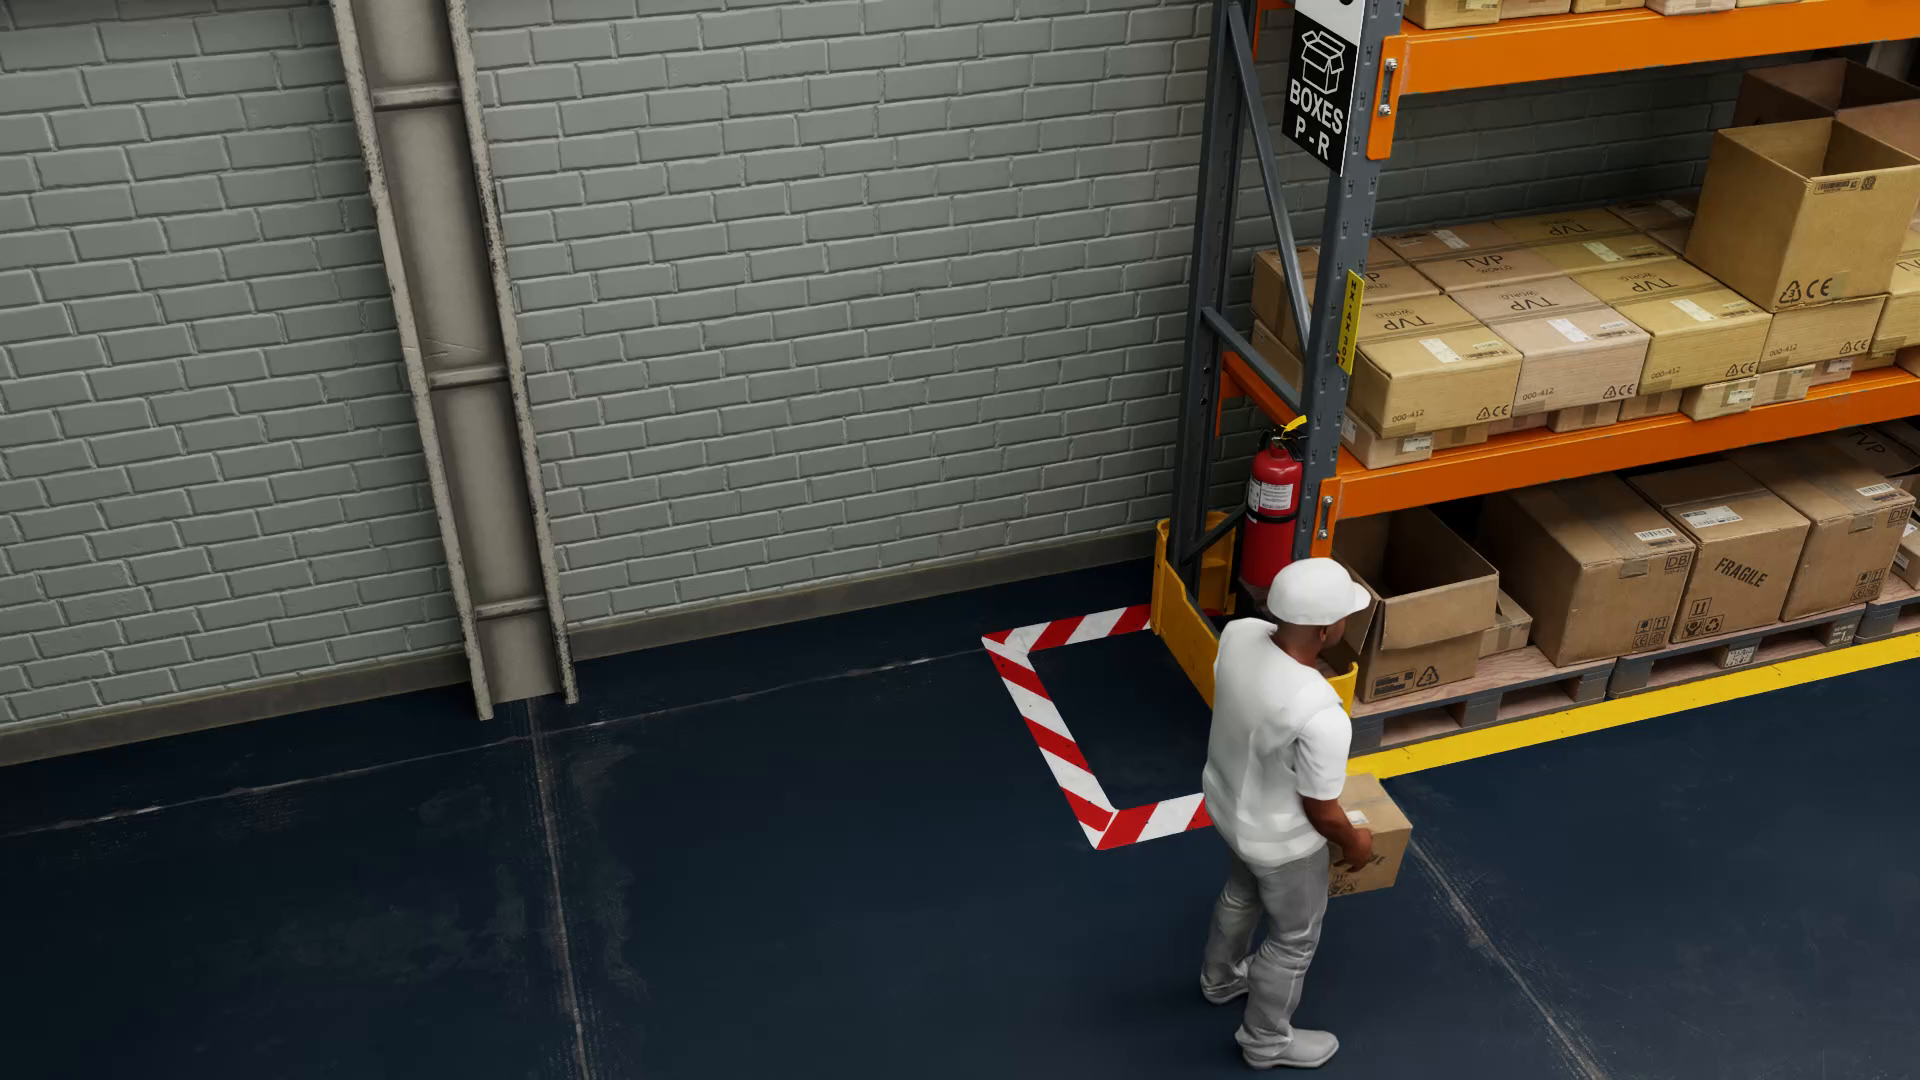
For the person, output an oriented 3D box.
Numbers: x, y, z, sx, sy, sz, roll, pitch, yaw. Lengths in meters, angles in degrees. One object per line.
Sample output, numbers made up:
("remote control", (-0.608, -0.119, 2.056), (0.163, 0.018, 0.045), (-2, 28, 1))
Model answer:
("person", (0.952, 0.801, 4.926), (0.462, 1.759, 0.628), (-12, 35, -17))
